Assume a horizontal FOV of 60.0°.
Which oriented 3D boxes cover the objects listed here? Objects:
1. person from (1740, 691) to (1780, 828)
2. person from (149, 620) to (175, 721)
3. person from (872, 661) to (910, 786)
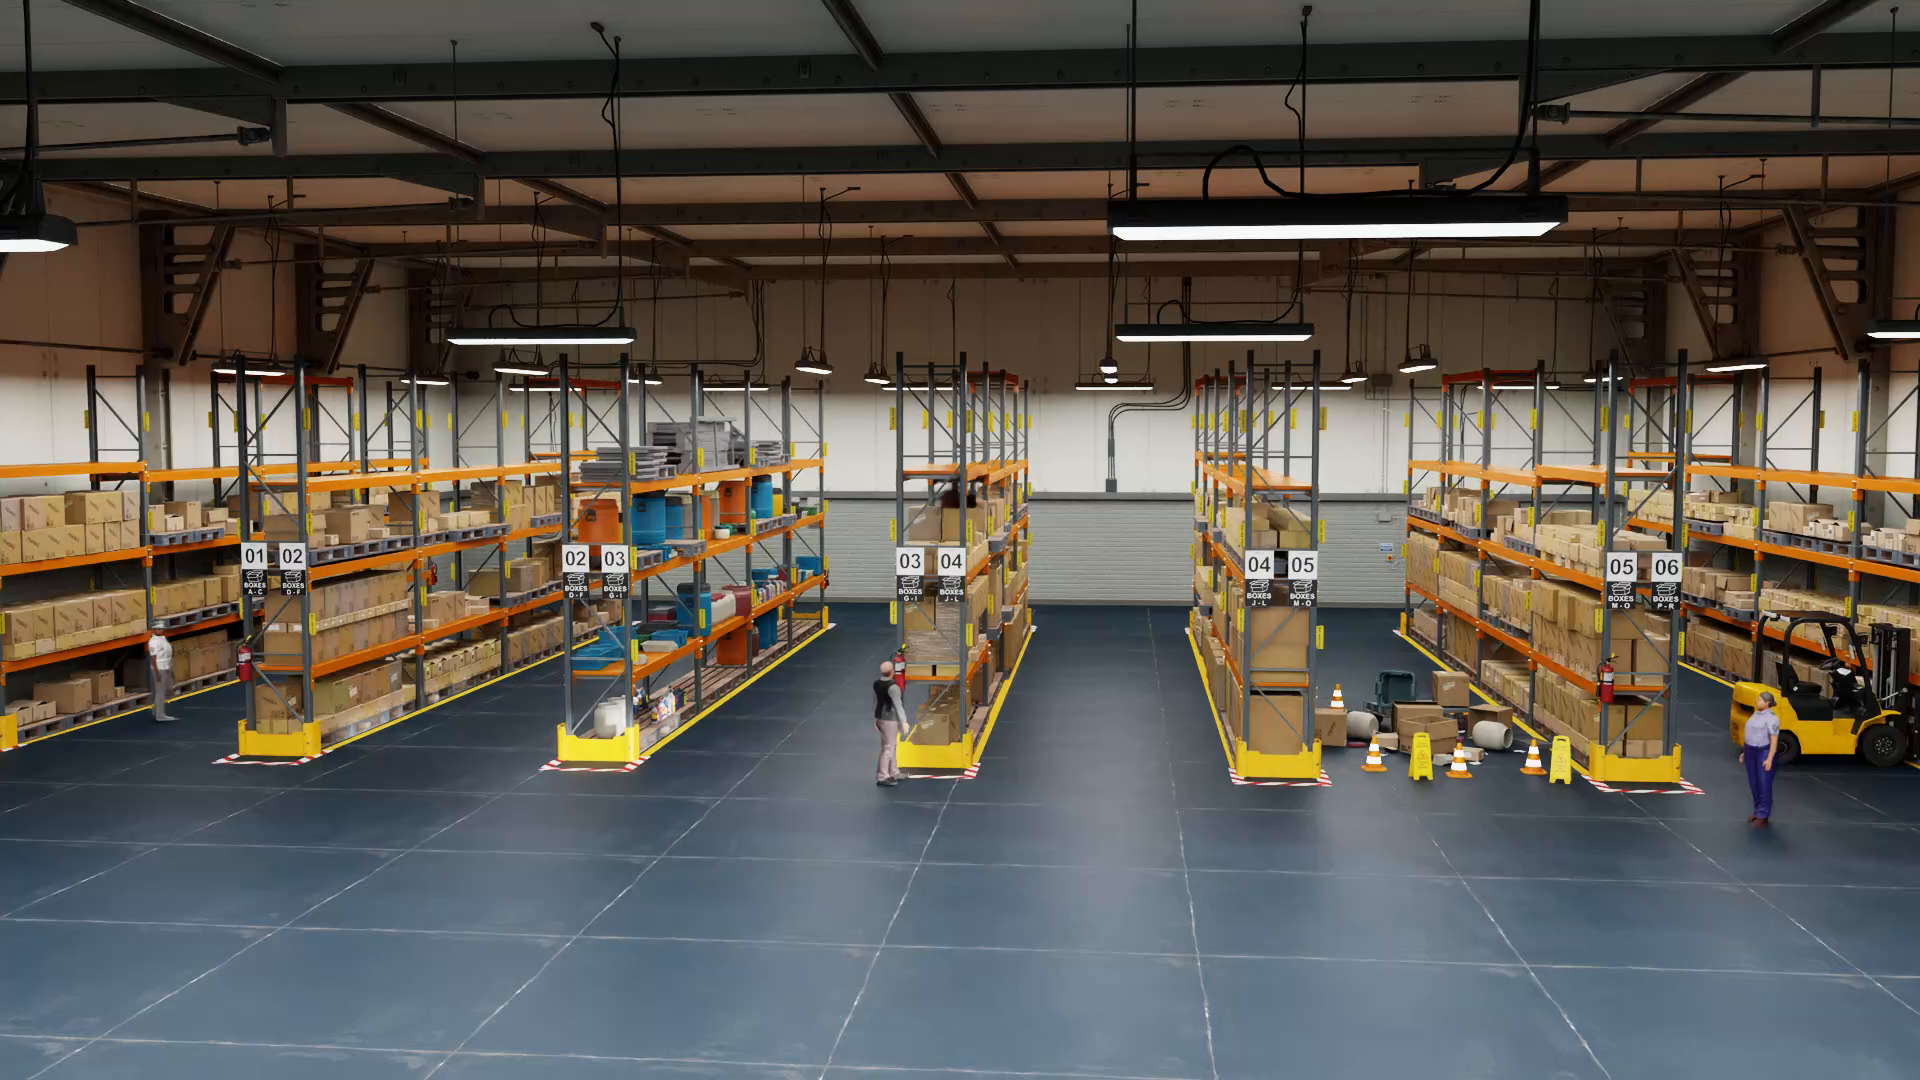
[{"bbox_3d":[9.940,2.717,20.695,0.506,1.667,0.493,-2,4,-24],"label":"person"},{"bbox_3d":[-13.344,2.183,27.821,0.383,1.707,0.504,-1,4,-16],"label":"person"},{"bbox_3d":[-0.910,2.518,23.018,0.571,1.708,0.595,-2,4,-22],"label":"person"}]
